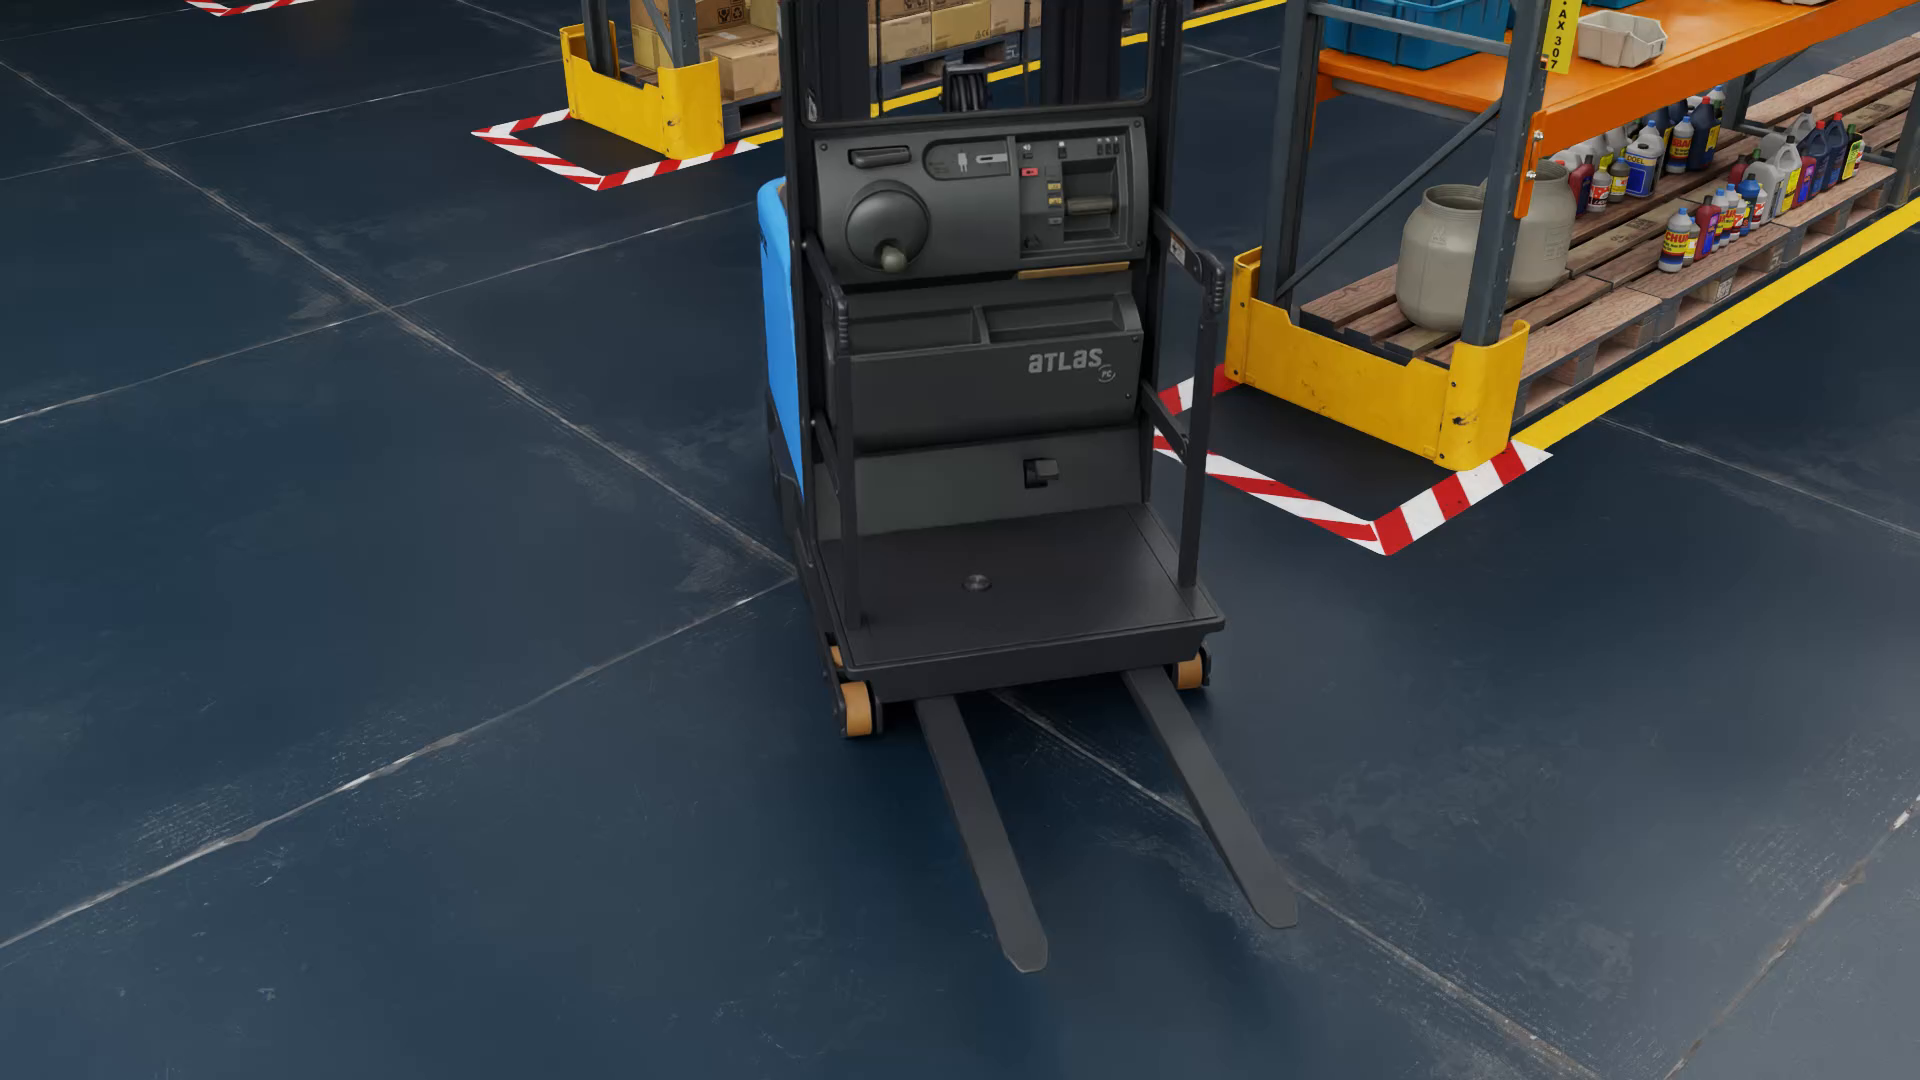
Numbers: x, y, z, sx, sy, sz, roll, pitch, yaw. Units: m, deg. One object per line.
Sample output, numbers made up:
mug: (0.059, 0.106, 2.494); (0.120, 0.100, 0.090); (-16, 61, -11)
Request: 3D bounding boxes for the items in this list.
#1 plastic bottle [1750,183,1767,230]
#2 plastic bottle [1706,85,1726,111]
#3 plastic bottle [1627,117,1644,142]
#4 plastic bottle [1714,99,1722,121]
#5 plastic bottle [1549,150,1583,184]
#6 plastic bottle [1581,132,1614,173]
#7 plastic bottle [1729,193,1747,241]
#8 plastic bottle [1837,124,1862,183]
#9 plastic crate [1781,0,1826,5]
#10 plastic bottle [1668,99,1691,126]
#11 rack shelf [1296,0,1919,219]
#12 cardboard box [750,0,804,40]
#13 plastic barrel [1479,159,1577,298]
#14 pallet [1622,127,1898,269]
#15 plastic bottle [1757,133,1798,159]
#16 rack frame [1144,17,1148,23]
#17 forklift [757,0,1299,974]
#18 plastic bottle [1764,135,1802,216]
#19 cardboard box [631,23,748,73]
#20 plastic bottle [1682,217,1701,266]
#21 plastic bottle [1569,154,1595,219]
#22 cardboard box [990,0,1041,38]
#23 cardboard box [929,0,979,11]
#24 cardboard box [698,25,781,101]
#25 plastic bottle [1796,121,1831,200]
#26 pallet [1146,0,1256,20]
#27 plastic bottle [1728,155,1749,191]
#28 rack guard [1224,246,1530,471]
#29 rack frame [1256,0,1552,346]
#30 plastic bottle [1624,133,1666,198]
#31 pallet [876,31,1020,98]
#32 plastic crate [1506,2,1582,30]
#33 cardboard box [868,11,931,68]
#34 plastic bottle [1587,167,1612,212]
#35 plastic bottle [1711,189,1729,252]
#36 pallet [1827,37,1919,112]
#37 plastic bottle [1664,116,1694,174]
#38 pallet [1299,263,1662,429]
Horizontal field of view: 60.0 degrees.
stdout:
plastic bottle: (3.652, -1.542, 7.658); (0.097, 0.201, 0.097); (0, 31, 0)
plastic bottle: (3.964, -2.257, 8.759); (0.097, 0.271, 0.097); (0, 31, 0)
plastic bottle: (3.334, -1.970, 8.278); (0.133, 0.283, 0.061); (-24, 39, -33)
plastic bottle: (3.818, -2.096, 8.485); (0.133, 0.283, 0.061); (-26, 40, -35)
plastic bottle: (2.815, -1.683, 7.816); (0.135, 0.276, 0.152); (-25, 40, -35)
plastic bottle: (3.035, -1.825, 7.976); (0.185, 0.351, 0.144); (-24, 39, -34)
plastic bottle: (3.501, -1.469, 7.538); (0.097, 0.201, 0.097); (0, 31, 0)
plastic bottle: (4.367, -1.910, 8.181); (0.133, 0.283, 0.061); (-24, 39, -33)
plastic crate: (3.477, -2.393, 7.041); (0.437, 0.136, 0.530); (-26, 40, -35)
plastic bottle: (3.622, -2.108, 8.440); (0.185, 0.351, 0.144); (-25, 39, -34)
rack shelf: (3.029, -2.162, 7.100); (4.000, 0.370, 1.077); (-26, 40, -35)
cardboard box: (-0.893, -3.265, 9.728); (0.500, 0.500, 0.500); (-26, 40, -35)
plastic barrel: (2.361, -1.318, 7.012); (0.421, 0.512, 0.421); (0, 31, 0)
pallet: (3.975, -1.766, 8.436); (1.213, 0.211, 1.003); (-26, 40, -35)
plastic bottle: (3.960, -1.845, 8.081); (0.135, 0.276, 0.152); (-26, 40, -35)
rack frame: (1.131, -5.074, 11.173); (0.127, 3.000, 1.000); (-26, 40, -35)
forklift: (0.119, -0.897, 4.407); (1.130, 2.935, 3.031); (-7, 32, -11)
plastic bottle: (3.842, -1.715, 7.796); (0.185, 0.351, 0.144); (-26, 40, -36)
cardboard box: (-1.610, -2.965, 9.957); (0.500, 0.250, 0.500); (-26, 40, -35)
plastic bottle: (3.180, -1.314, 7.284); (0.097, 0.201, 0.097); (0, 31, 0)
plastic bottle: (2.888, -1.646, 7.748); (0.133, 0.283, 0.061); (-26, 40, -35)
cardboard box: (0.209, -3.476, 10.792); (0.500, 0.250, 0.500); (-26, 40, -35)
cardboard box: (-0.156, -3.618, 10.305); (0.500, 0.500, 0.500); (-26, 40, -35)
cardboard box: (-1.258, -2.767, 9.633); (0.500, 0.250, 0.500); (-26, 40, -35)
plastic bottle: (4.079, -1.829, 7.983); (0.144, 0.351, 0.185); (27, 40, 37)
pallet: (1.644, -4.161, 12.353); (1.213, 0.211, 1.003); (-26, 40, -35)
plastic bottle: (3.647, -1.670, 7.788); (0.133, 0.283, 0.061); (-26, 40, -35)
rack guard: (1.586, -0.738, 6.478); (0.348, 0.500, 1.175); (-26, 40, -35)
rack frame: (1.563, -1.759, 5.752); (0.127, 3.000, 1.000); (-26, 40, -35)
plastic bottle: (3.291, -1.811, 8.025); (0.135, 0.276, 0.152); (-26, 40, -35)
pallet: (-0.376, -3.184, 10.754); (1.213, 0.211, 1.003); (-26, 40, -35)
plastic crate: (2.206, -2.216, 6.642); (0.408, 0.251, 0.499); (-26, 40, -35)
cardboard box: (-0.527, -3.123, 10.215); (0.500, 0.250, 0.500); (-26, 40, -35)
plastic bottle: (3.015, -1.659, 7.849); (0.097, 0.201, 0.097); (0, 31, 0)
plastic bottle: (3.355, -1.429, 7.405); (0.097, 0.271, 0.097); (0, 31, 0)
pallet: (5.940, -2.717, 9.991); (1.213, 0.211, 1.003); (-26, 40, -35)
plastic bottle: (3.598, -1.977, 8.301); (0.097, 0.271, 0.097); (0, 31, 0)
pallet: (2.186, -0.901, 7.021); (1.213, 0.211, 1.003); (-26, 40, -35)
